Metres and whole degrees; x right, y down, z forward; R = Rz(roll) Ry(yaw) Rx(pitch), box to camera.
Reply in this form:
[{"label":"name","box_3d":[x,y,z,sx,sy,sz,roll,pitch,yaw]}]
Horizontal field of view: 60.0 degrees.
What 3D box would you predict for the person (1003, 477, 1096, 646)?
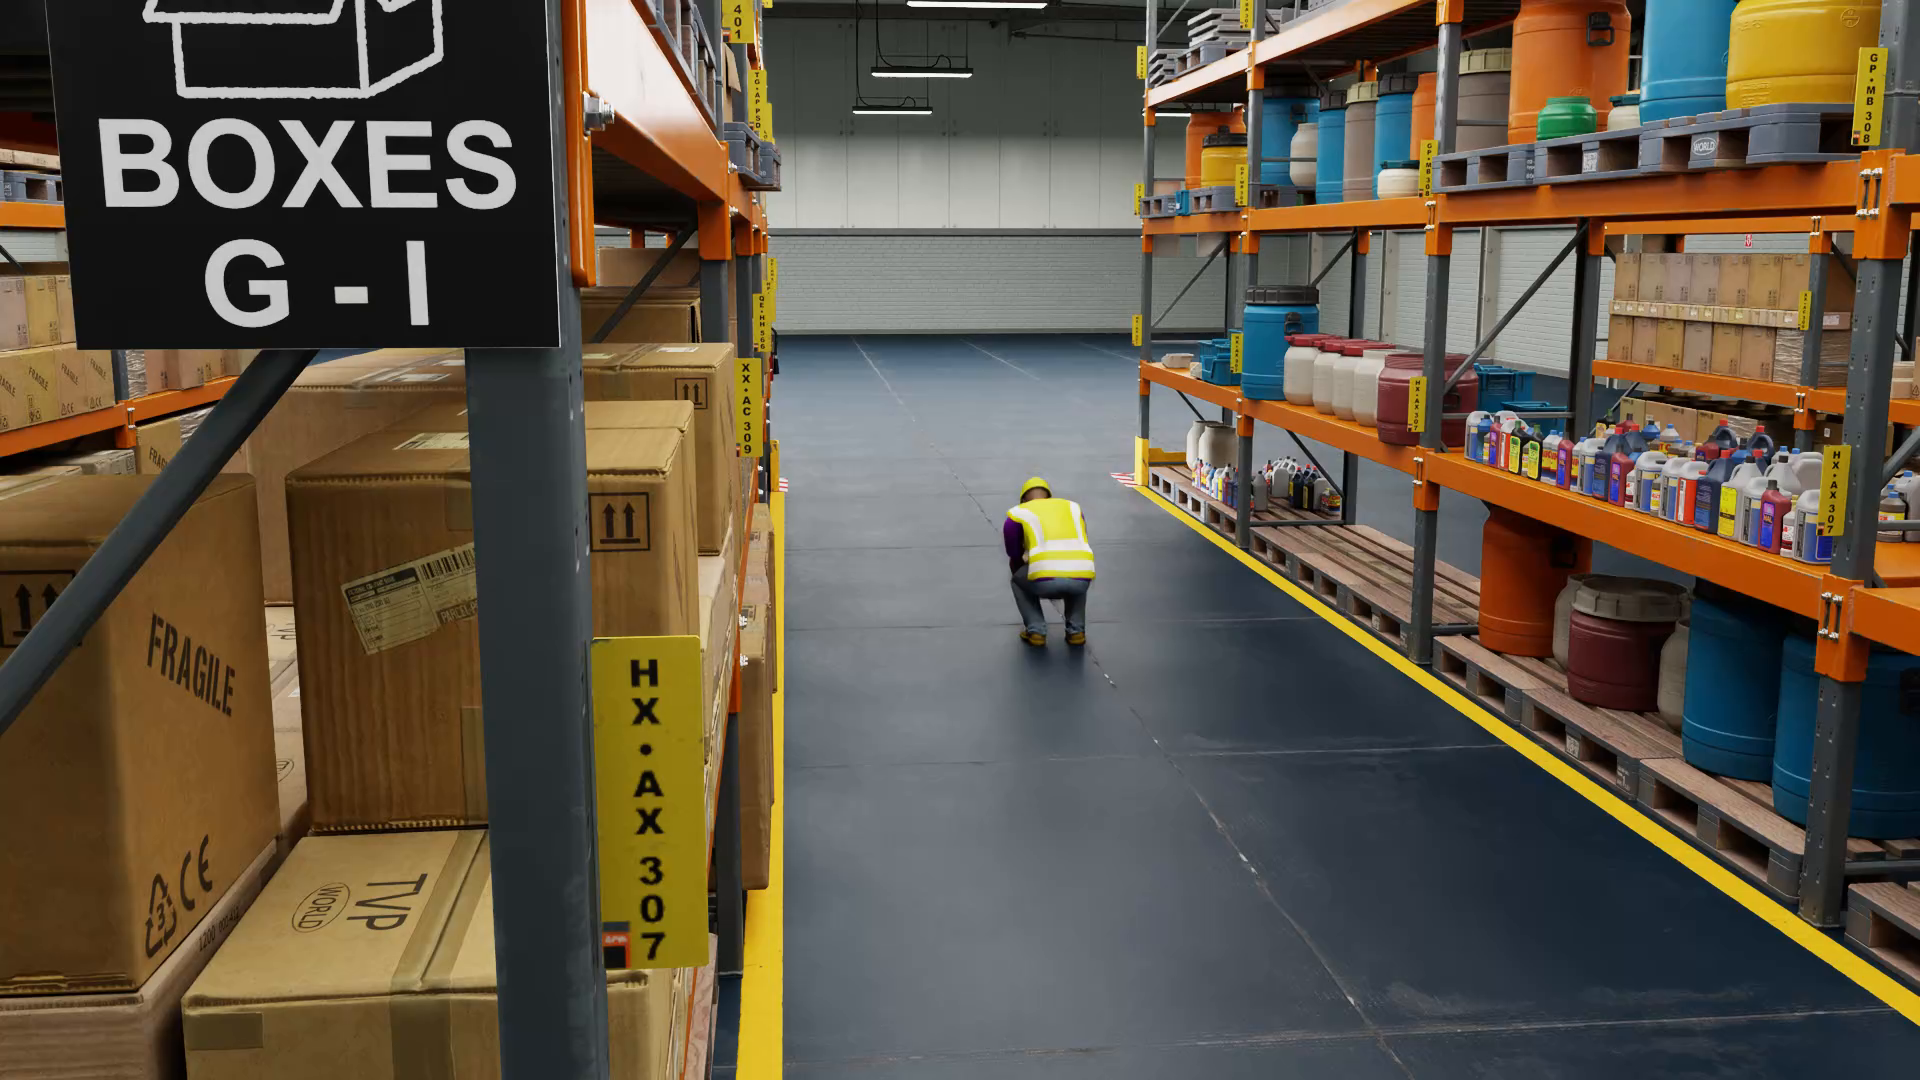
[{"label":"person","box_3d":[0.561,0.134,10.785,0.546,1.012,0.899,-1,10,-7]}]
